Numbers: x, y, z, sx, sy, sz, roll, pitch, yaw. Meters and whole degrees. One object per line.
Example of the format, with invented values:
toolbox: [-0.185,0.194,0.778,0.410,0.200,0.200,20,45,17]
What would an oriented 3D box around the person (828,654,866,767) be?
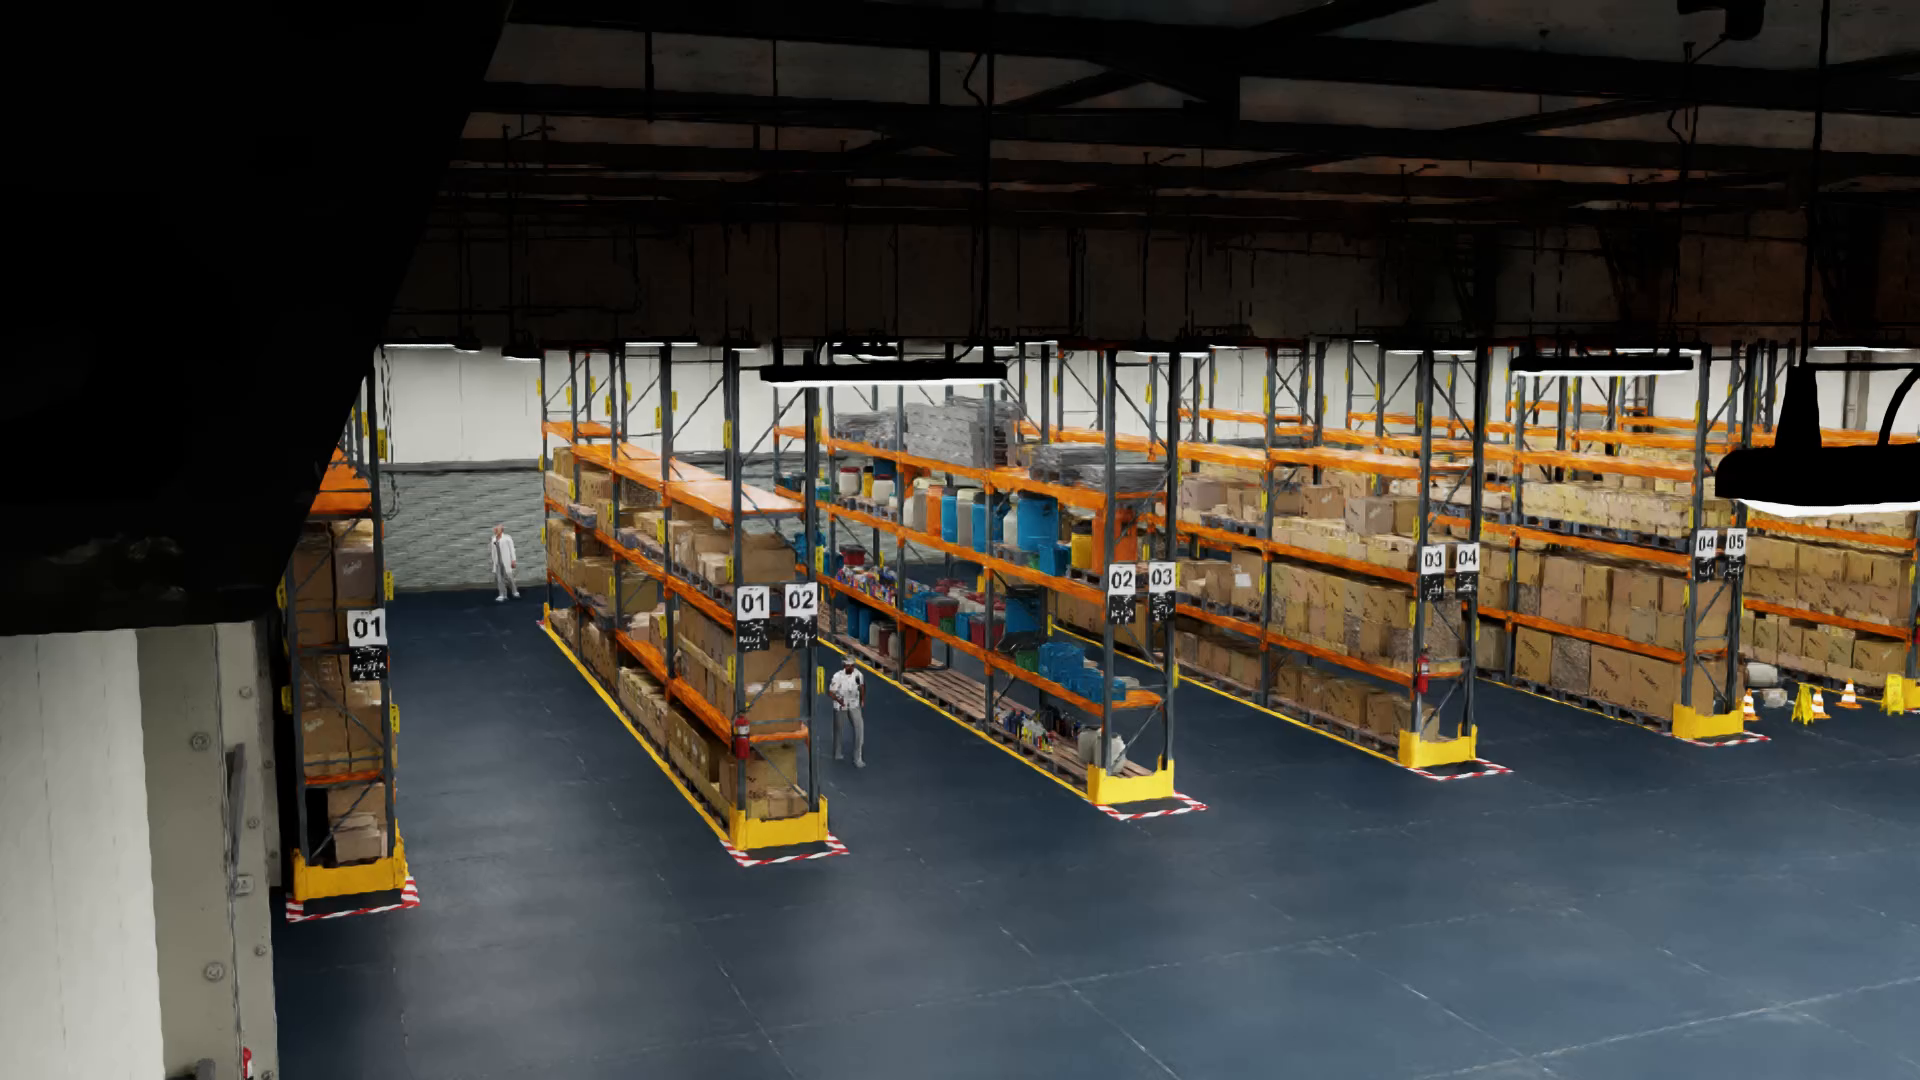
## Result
person: [-1.623,2.414,24.025,0.603,1.620,0.831,-2,8,-16]

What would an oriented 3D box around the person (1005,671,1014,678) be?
person: [1.137,1.712,29.346,0.444,1.604,1.018,-4,9,-30]

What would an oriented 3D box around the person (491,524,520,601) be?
person: [-10.462,0.490,38.238,0.620,1.768,0.621,2,8,14]
